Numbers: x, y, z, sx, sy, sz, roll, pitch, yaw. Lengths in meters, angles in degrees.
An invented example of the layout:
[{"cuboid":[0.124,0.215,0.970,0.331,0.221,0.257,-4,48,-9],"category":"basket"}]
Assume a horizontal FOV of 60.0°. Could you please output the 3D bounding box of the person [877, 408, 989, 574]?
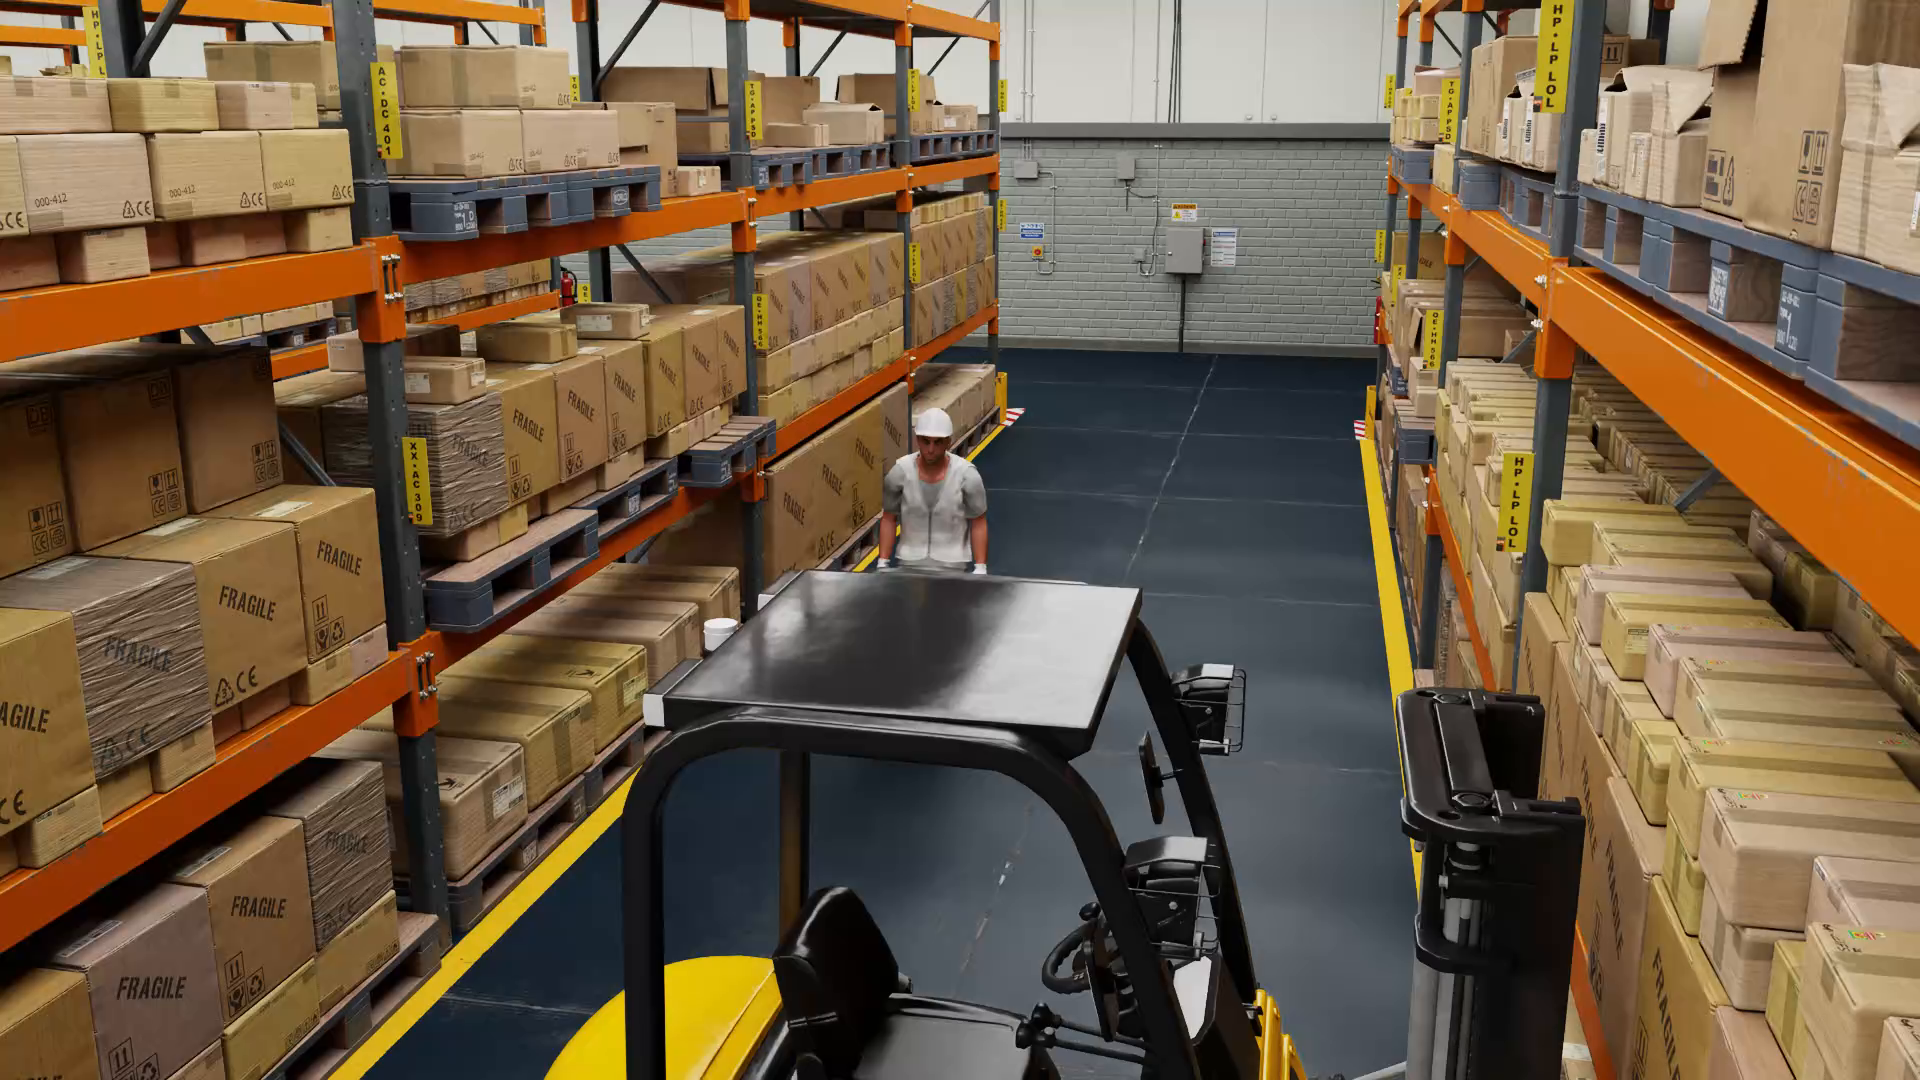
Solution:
[{"cuboid":[-0.149,0.167,8.833,0.619,1.779,0.448,2,15,8],"category":"person"}]
